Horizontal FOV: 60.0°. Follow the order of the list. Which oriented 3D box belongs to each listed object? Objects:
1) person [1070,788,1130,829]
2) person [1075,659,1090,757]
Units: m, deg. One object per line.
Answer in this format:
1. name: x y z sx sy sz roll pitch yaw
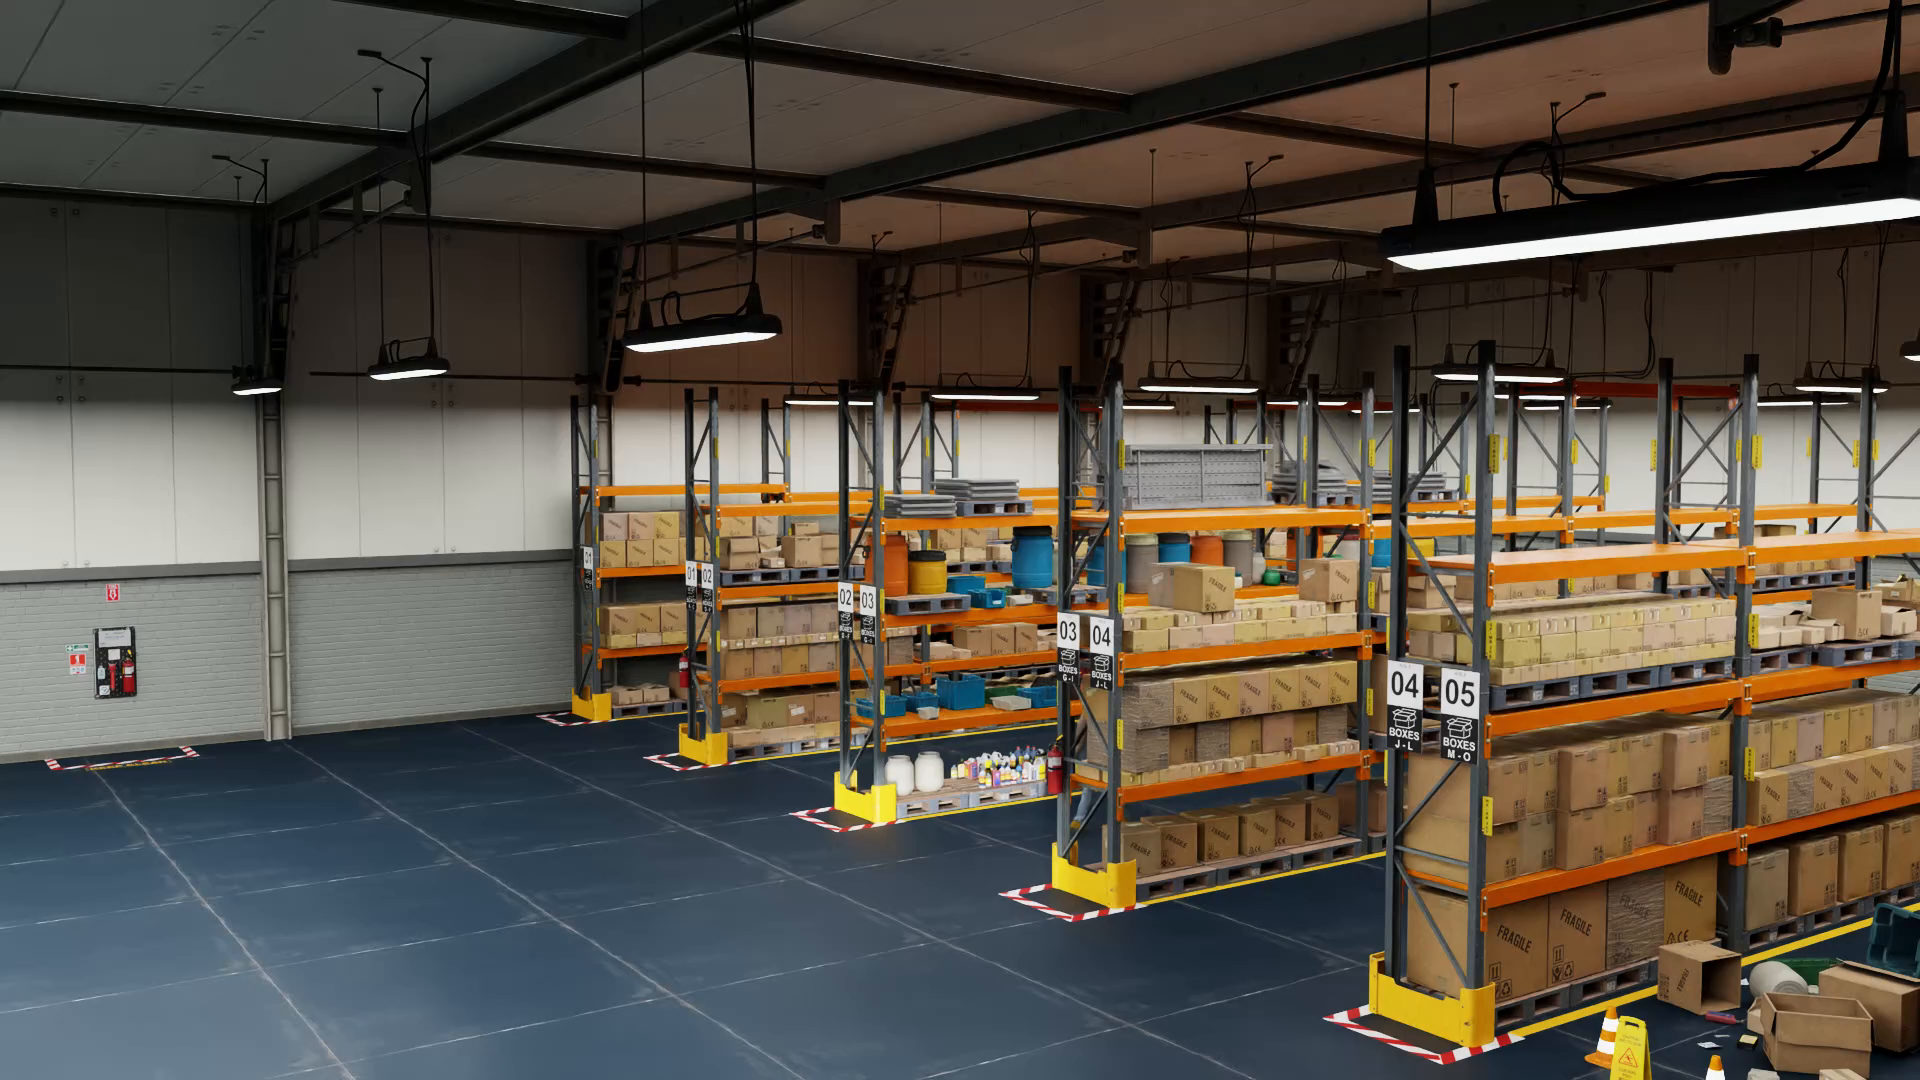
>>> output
1. person: 1.836 2.964 21.965 1.031 1.716 0.595 -3 4 -40
2. person: 2.006 2.698 26.724 0.930 1.680 0.576 0 3 -4
